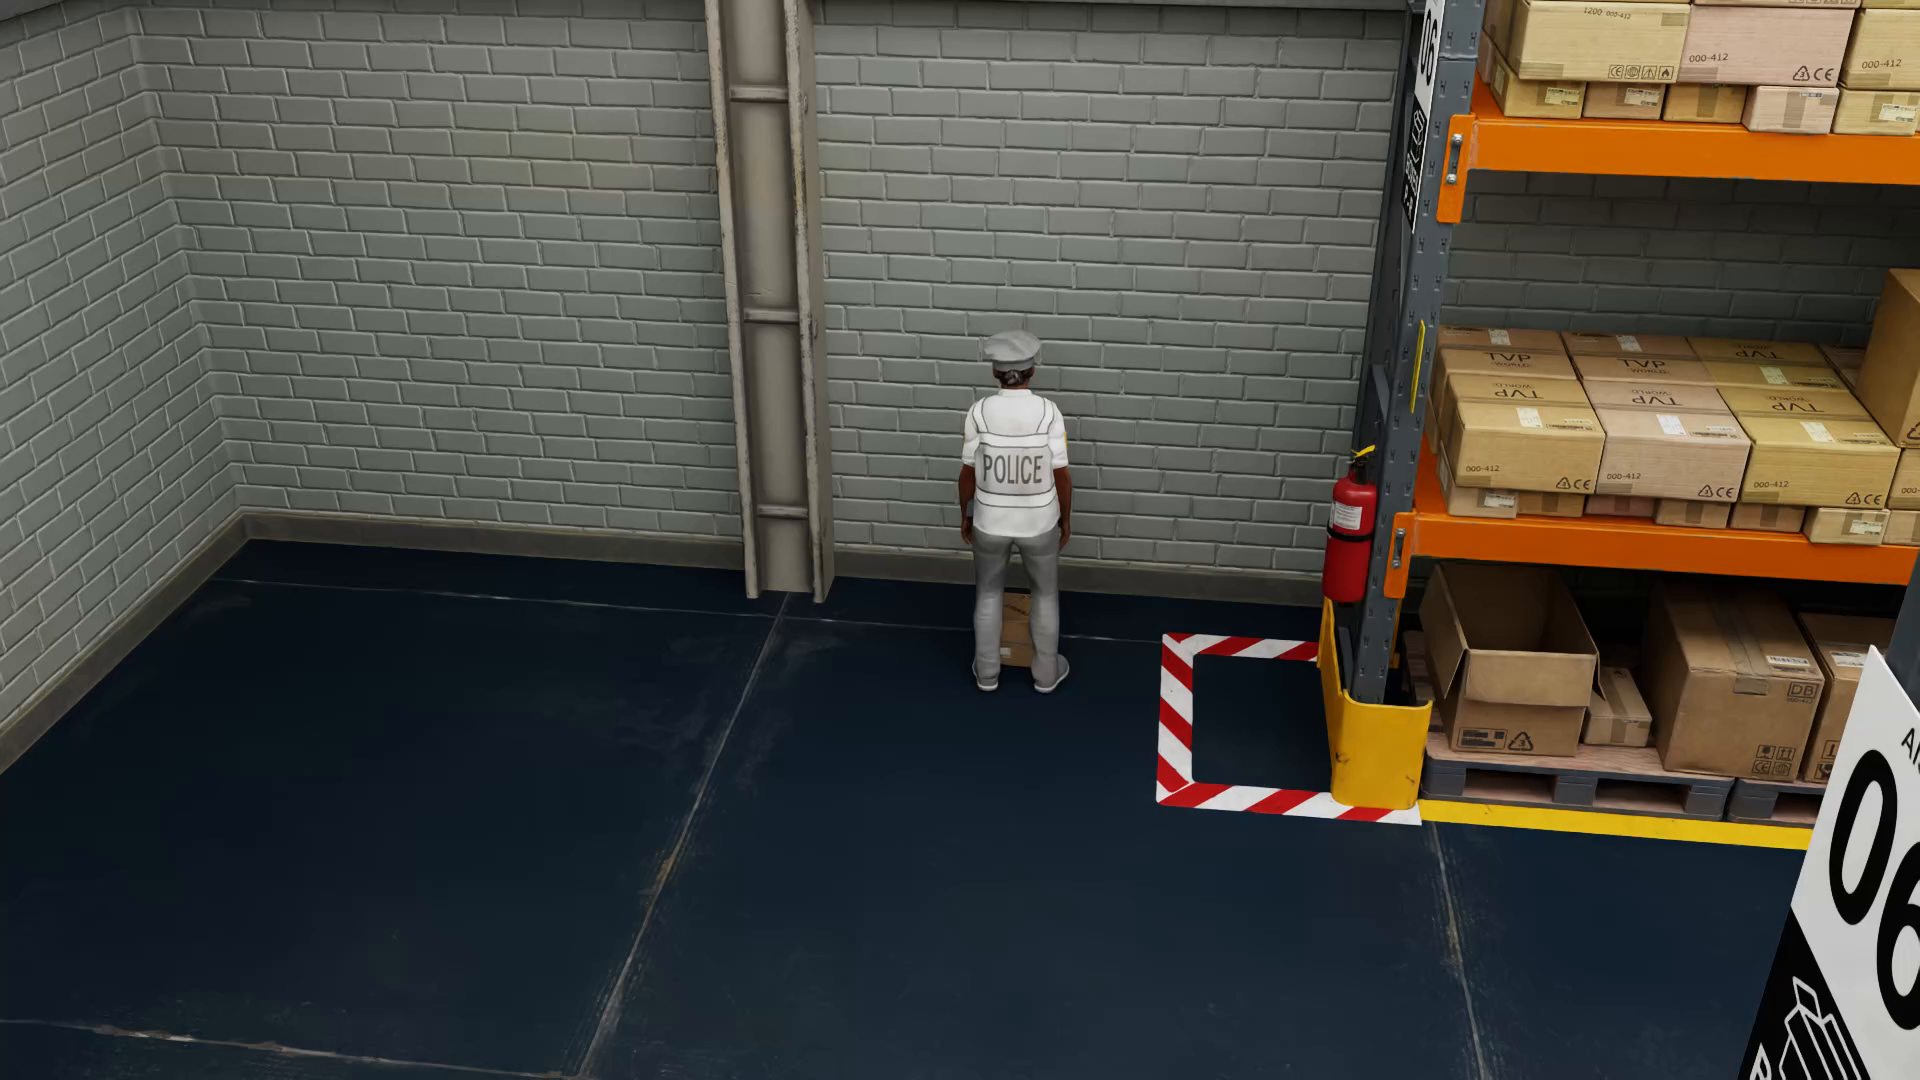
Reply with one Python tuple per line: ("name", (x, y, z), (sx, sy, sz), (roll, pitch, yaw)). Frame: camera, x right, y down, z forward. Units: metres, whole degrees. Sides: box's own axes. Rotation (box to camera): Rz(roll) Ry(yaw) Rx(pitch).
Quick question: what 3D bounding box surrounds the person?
("person", (0.247, -0.081, 7.276), (0.507, 1.657, 0.393), (2, 29, 4))
